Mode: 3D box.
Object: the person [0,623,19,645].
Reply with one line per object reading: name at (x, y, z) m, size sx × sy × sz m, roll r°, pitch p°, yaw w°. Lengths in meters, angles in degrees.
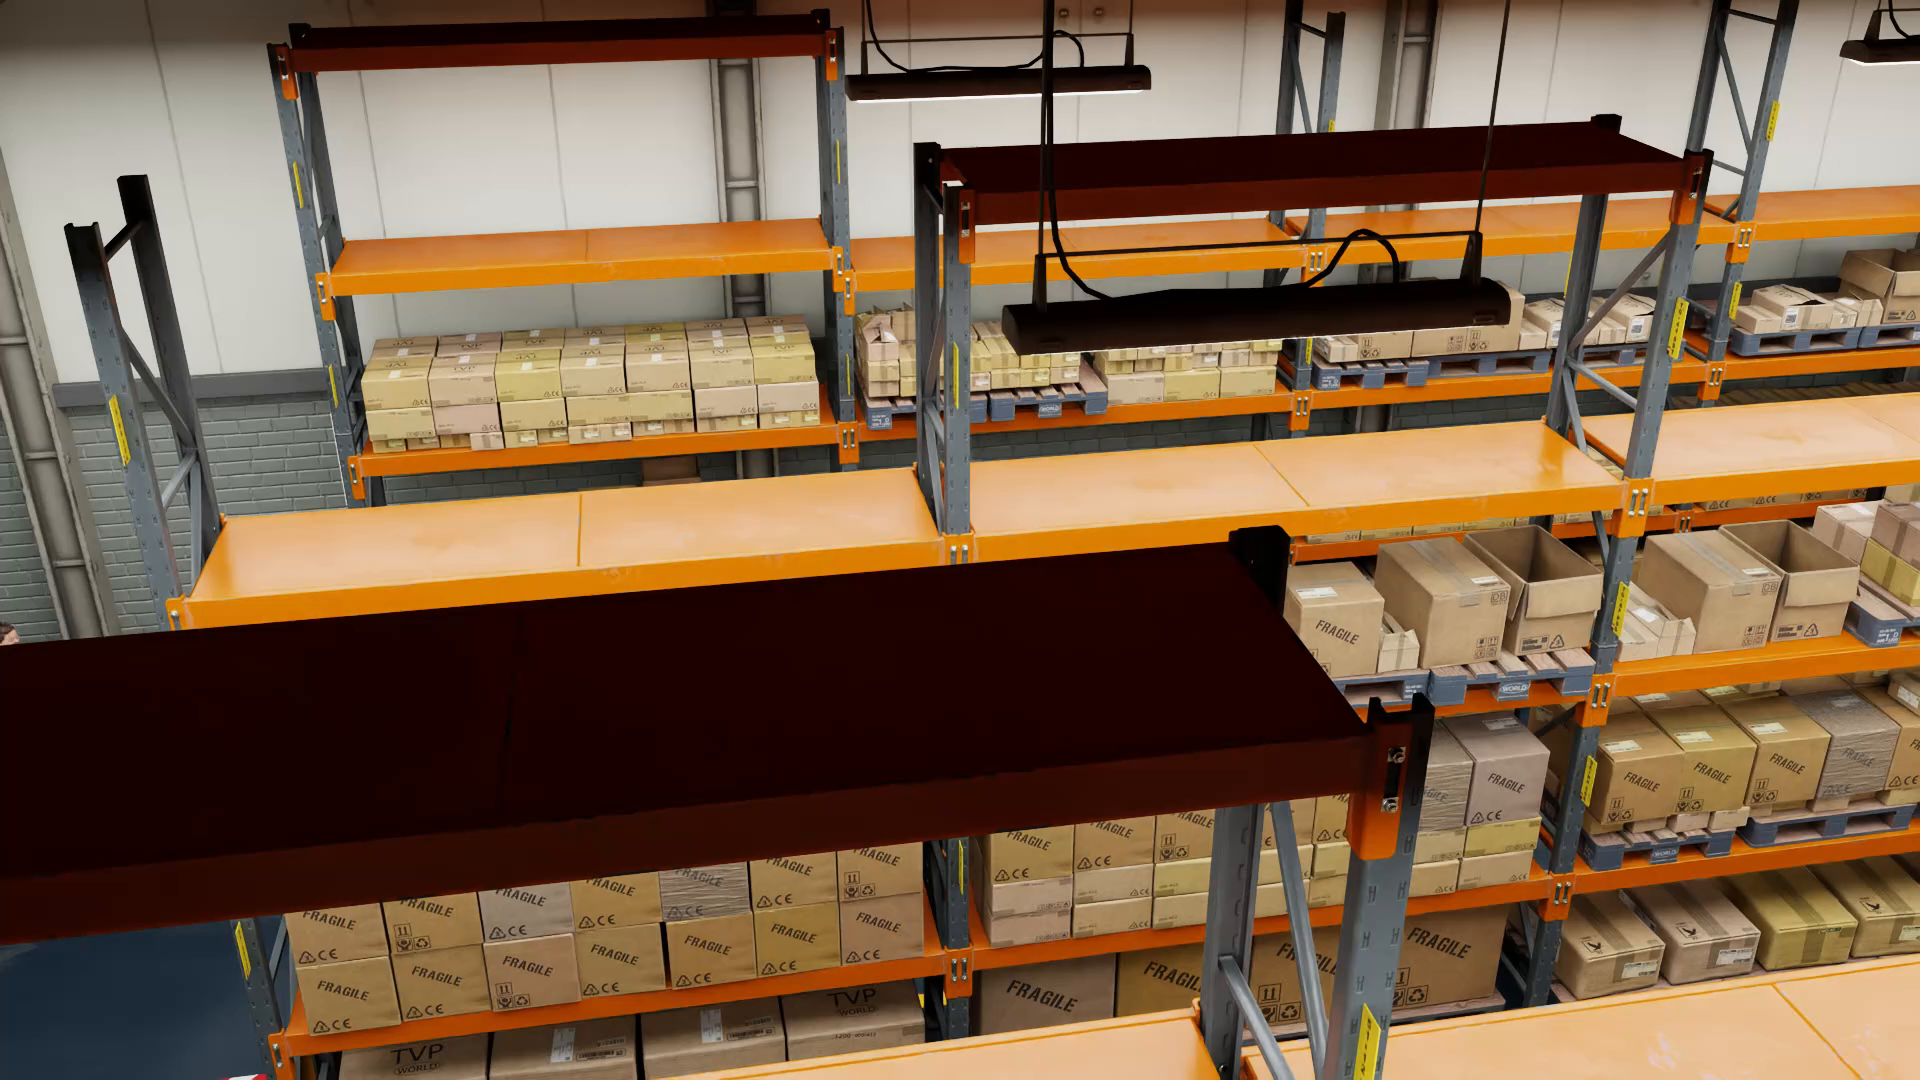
person at (-7.622, 1.407, 13.495) m, size 1.023 × 1.626 × 0.454 m, roll 4°, pitch 26°, yaw 9°
